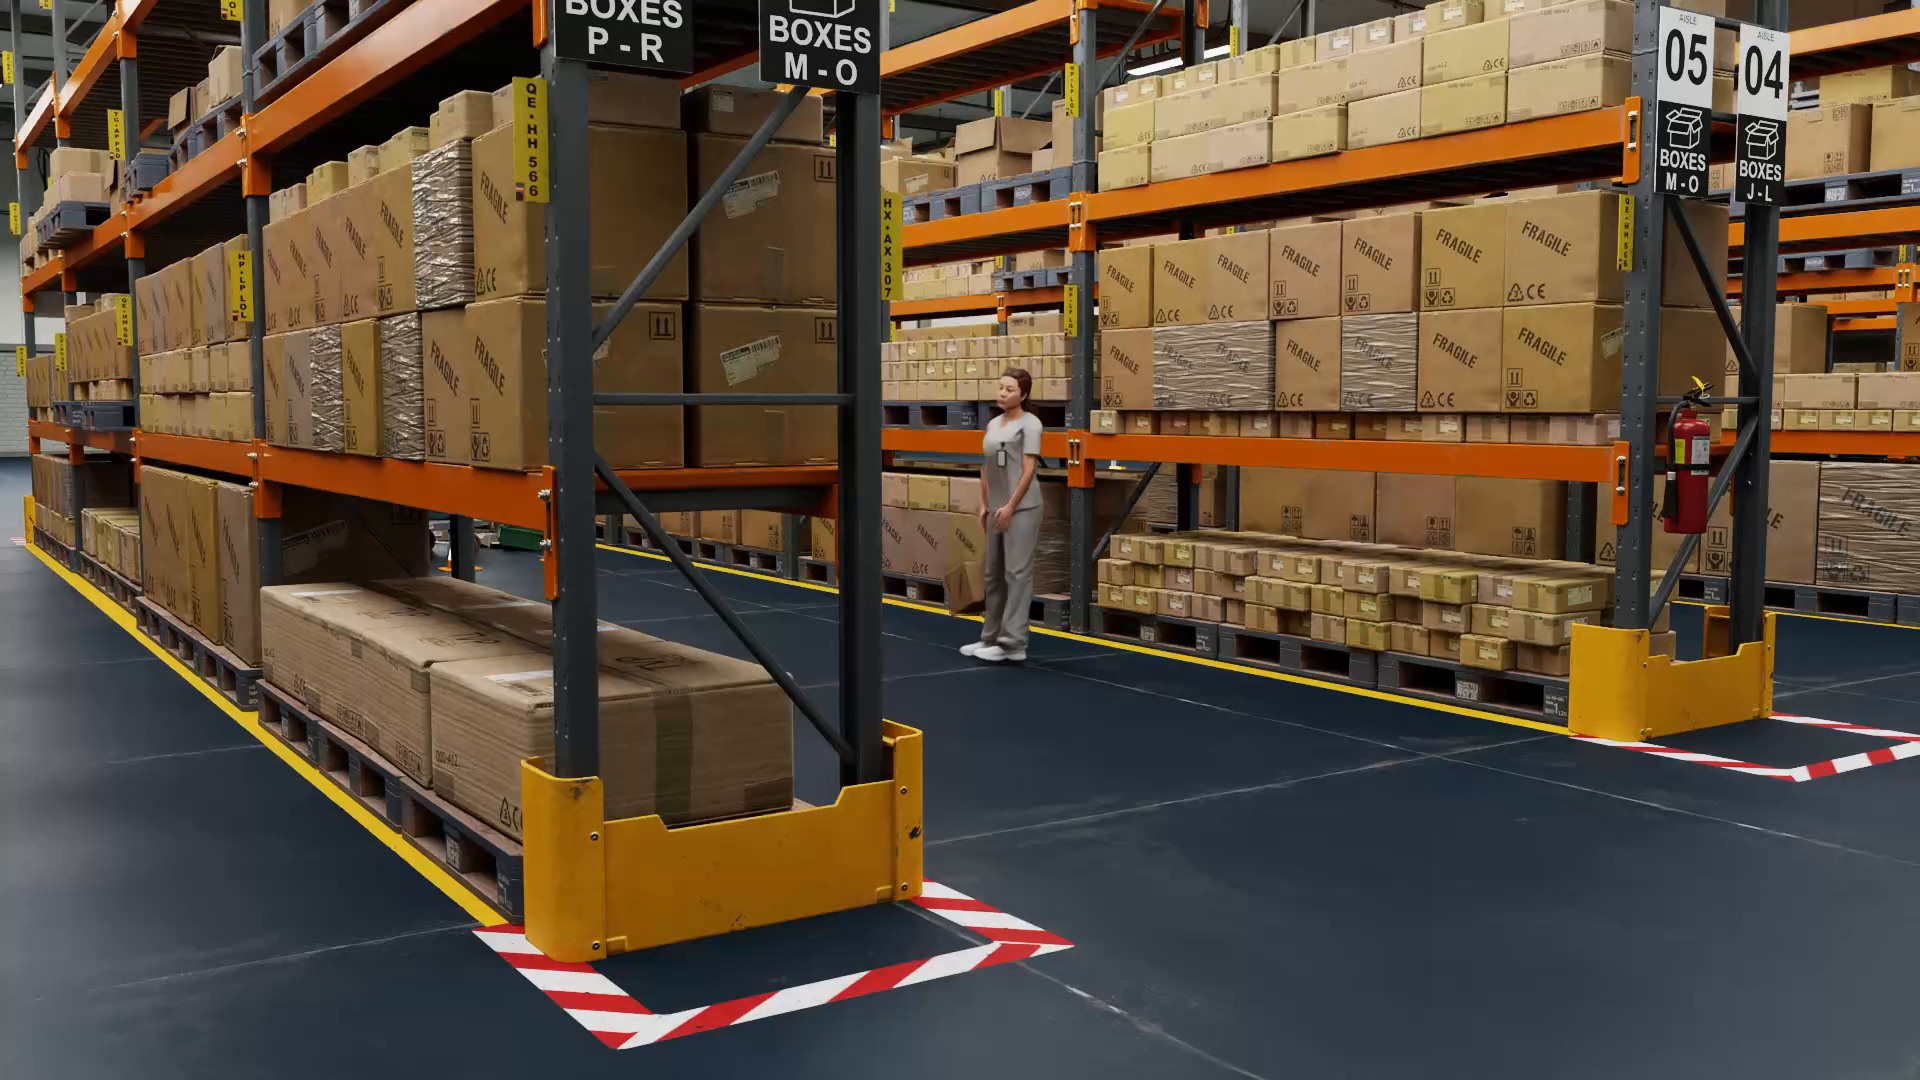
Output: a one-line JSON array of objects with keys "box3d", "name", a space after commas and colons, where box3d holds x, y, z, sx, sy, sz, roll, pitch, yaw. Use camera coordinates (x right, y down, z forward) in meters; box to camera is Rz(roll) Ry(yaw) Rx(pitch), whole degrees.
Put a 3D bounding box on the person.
[{"box3d": [0.227, -0.148, 9.550, 0.452, 1.684, 0.511, -4, 6, -37], "name": "person"}]
